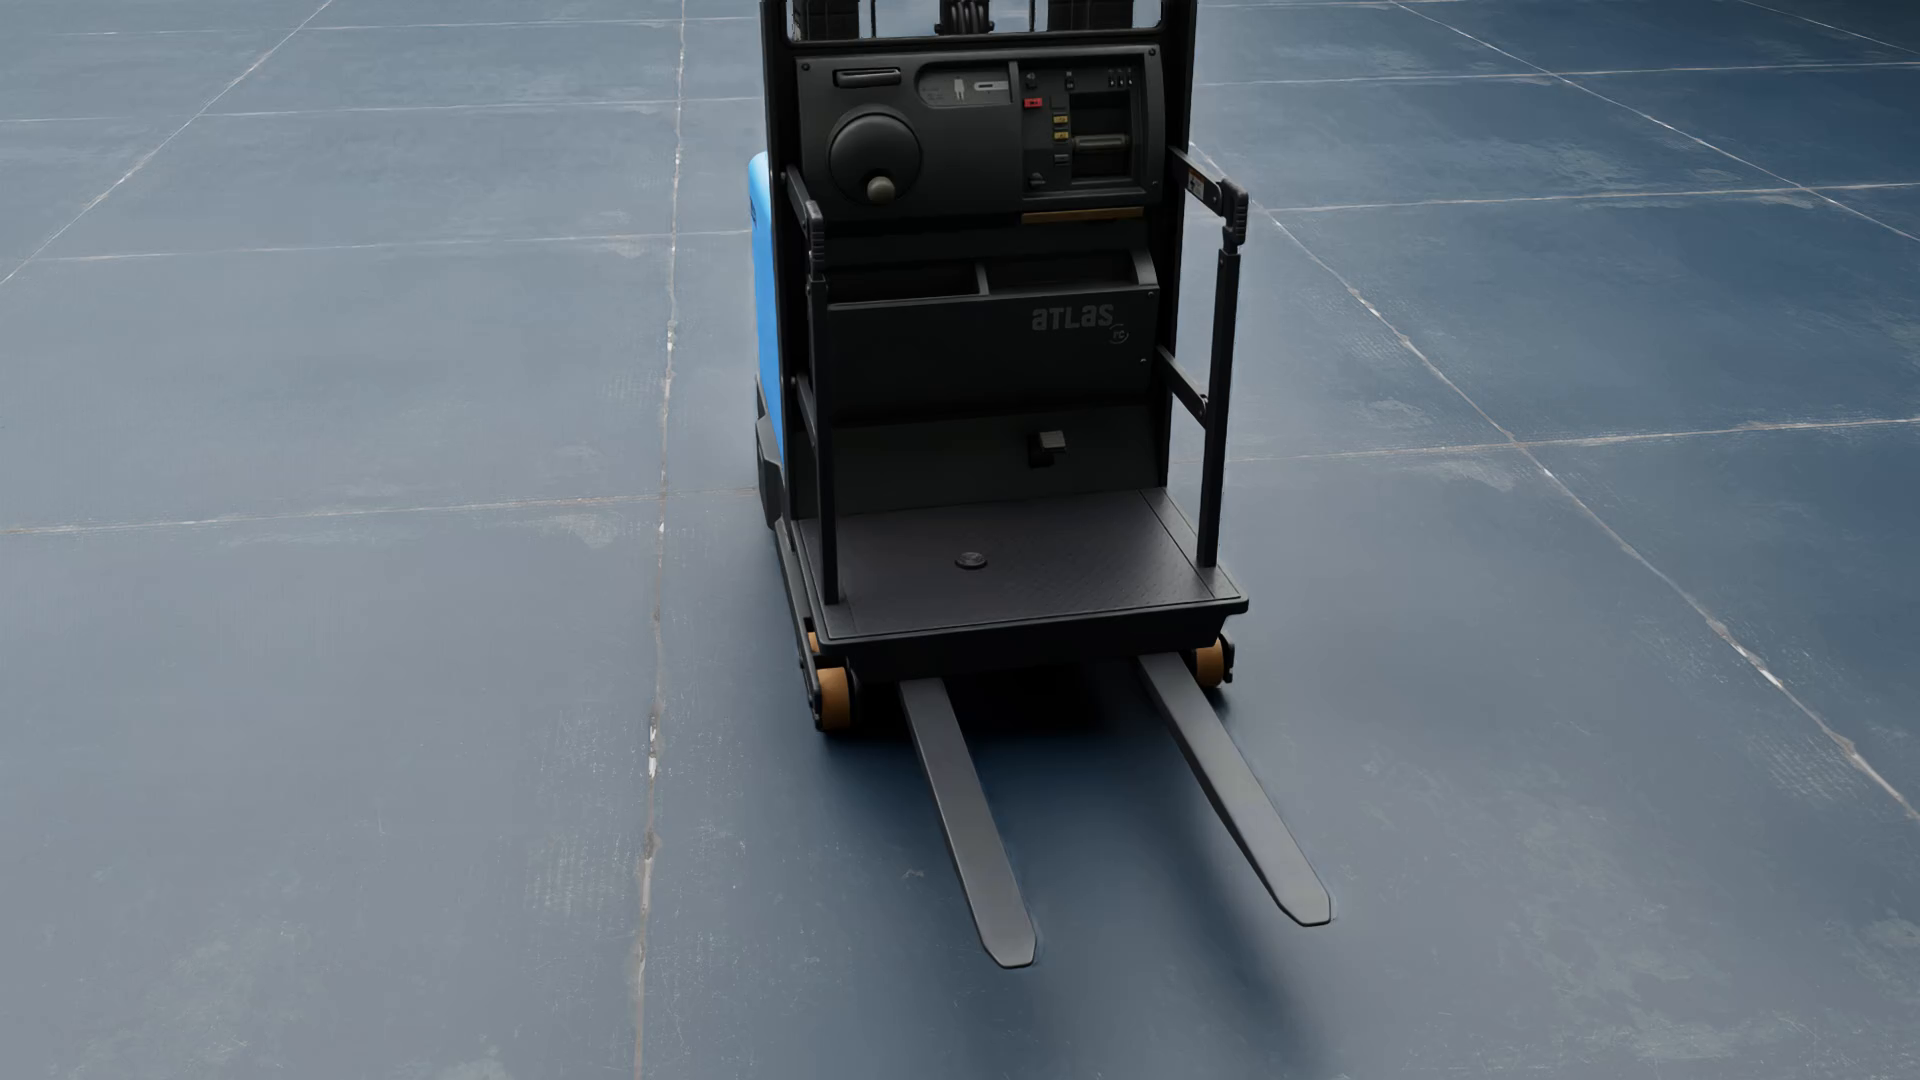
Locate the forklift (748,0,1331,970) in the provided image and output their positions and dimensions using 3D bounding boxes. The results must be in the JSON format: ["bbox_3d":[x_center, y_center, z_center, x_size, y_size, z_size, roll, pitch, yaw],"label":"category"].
[{"bbox_3d":[0.105,-0.997,3.983,1.130,2.935,3.031,-5,28,-10],"label":"forklift"}]
